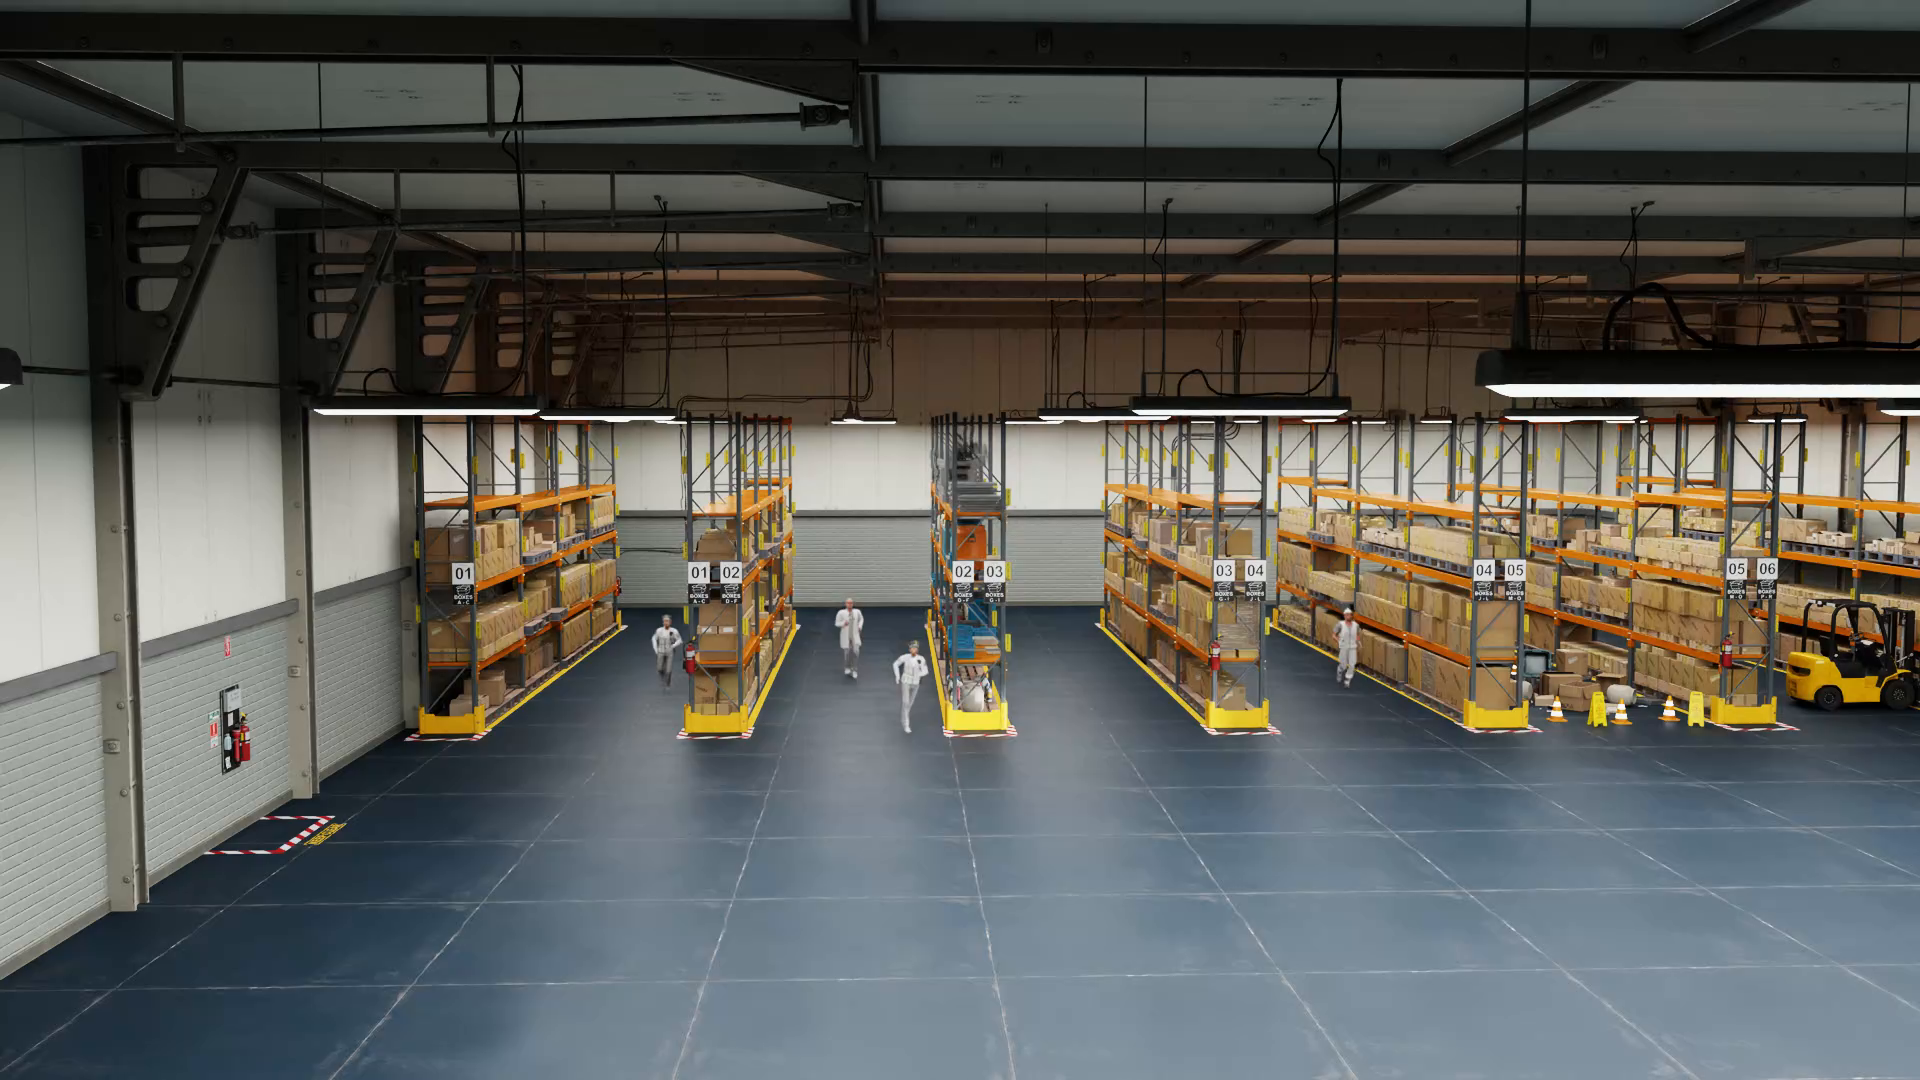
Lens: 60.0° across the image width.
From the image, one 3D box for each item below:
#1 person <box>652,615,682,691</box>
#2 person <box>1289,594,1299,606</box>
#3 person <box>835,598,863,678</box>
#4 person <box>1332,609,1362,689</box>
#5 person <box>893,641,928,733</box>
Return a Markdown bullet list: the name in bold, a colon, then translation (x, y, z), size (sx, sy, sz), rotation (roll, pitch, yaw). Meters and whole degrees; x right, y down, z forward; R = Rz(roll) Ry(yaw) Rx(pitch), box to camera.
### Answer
- **person**: translation (-6.348, 2.448, 35.941), size (0.678, 1.651, 0.490), rotation (0, 4, 2)
- **person**: translation (9.910, 1.589, 48.809), size (0.794, 1.665, 0.590), rotation (2, 4, 25)
- **person**: translation (-2.513, 2.293, 38.052), size (0.685, 1.740, 0.777), rotation (-1, 4, -12)
- **person**: translation (8.483, 2.371, 36.441), size (0.646, 1.743, 0.645), rotation (0, 4, -4)
- **person**: translation (-0.909, 2.757, 31.440), size (0.623, 1.728, 0.743), rotation (-1, 4, -16)
